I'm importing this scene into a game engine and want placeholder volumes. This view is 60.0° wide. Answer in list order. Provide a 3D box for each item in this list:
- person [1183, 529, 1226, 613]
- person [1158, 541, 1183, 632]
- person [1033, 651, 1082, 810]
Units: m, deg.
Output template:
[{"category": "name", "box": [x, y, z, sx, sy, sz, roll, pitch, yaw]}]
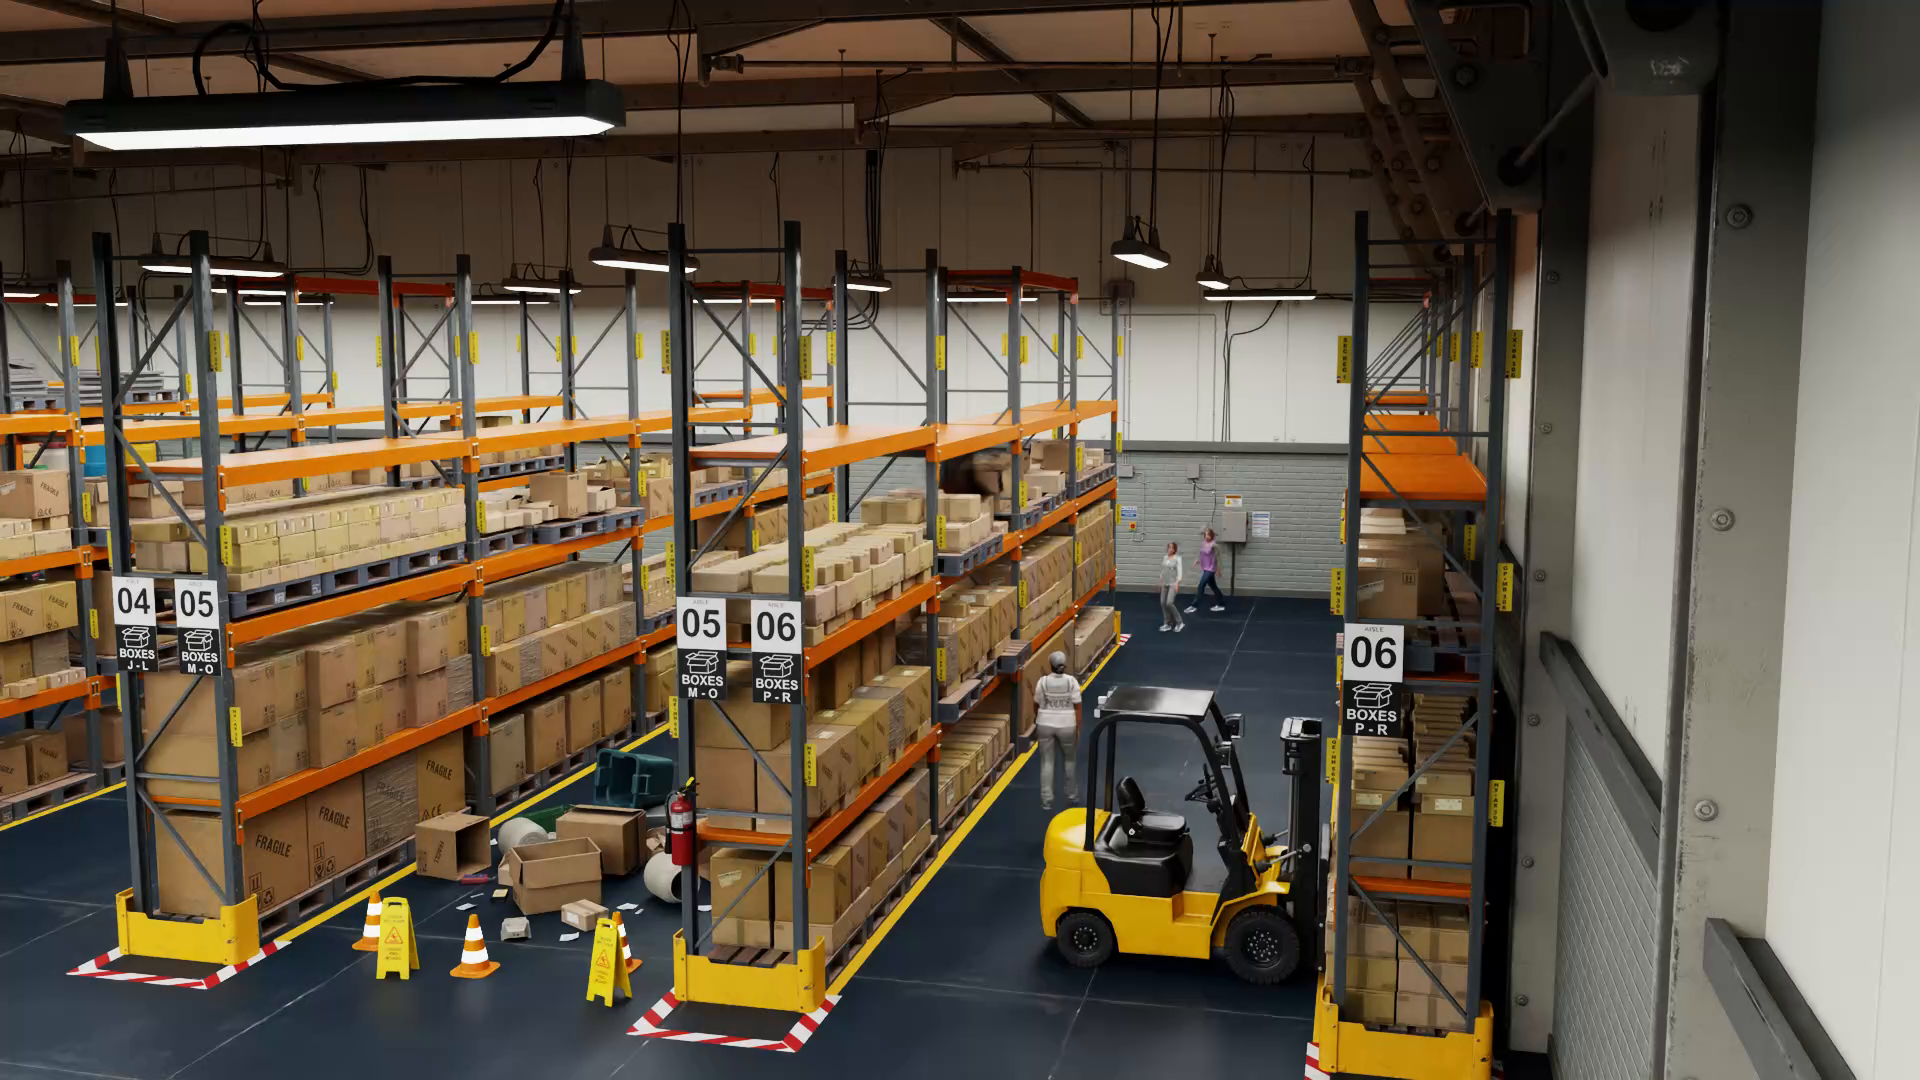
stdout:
[{"category": "person", "box": [4.577, 0.564, 31.167, 0.865, 1.562, 0.378, -1, 7, -7]}, {"category": "person", "box": [3.716, 0.828, 29.388, 0.376, 1.611, 0.458, -4, 8, -31]}, {"category": "person", "box": [1.023, 1.975, 17.275, 0.522, 1.702, 0.728, 2, 7, 12]}]
